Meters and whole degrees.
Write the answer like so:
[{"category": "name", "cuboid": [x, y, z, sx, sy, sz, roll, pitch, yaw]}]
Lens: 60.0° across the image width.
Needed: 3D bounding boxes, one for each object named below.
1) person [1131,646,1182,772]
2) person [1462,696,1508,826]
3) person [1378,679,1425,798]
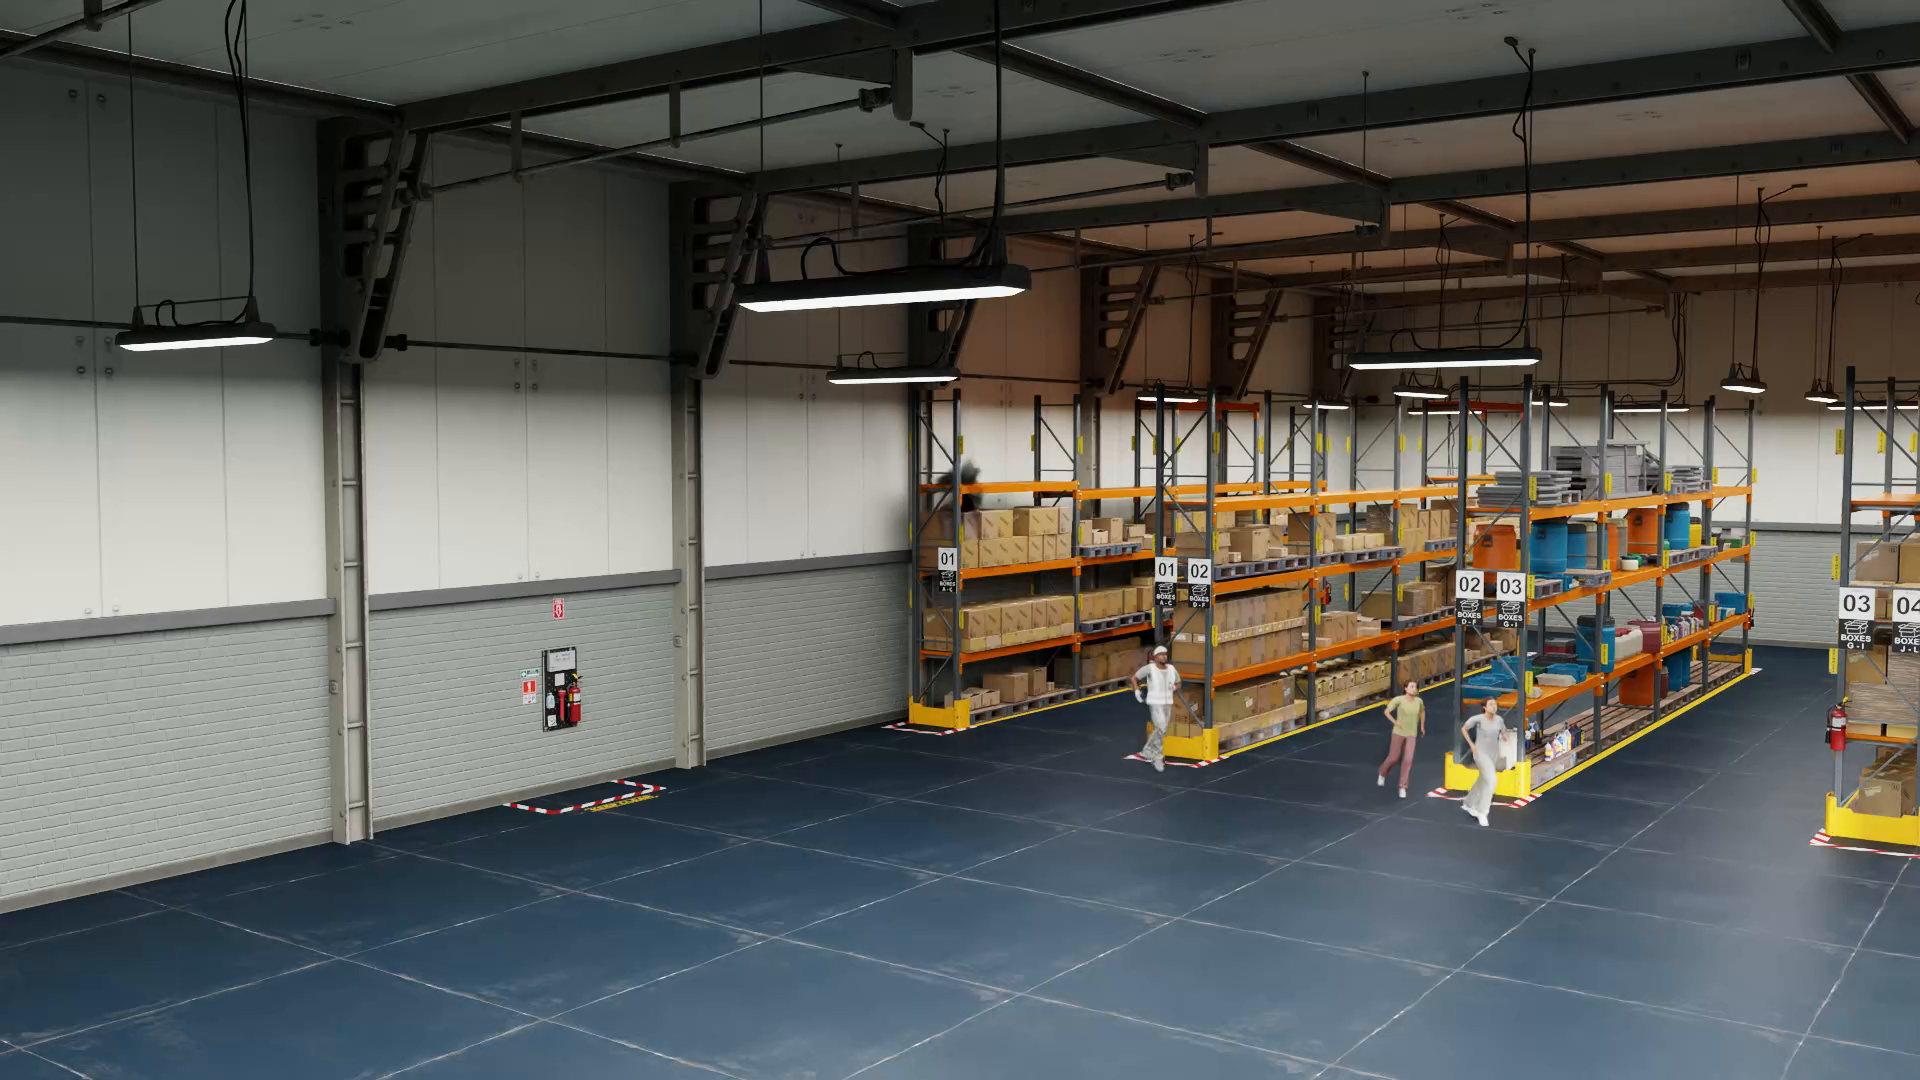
[{"category": "person", "cuboid": [2.997, 2.517, 25.065, 0.708, 1.836, 0.680, -2, 4, -32]}, {"category": "person", "cuboid": [6.991, 2.916, 22.119, 0.565, 1.719, 0.727, -1, 4, -23]}, {"category": "person", "cuboid": [6.407, 2.804, 23.861, 0.637, 1.635, 0.954, 0, 3, -1]}]
